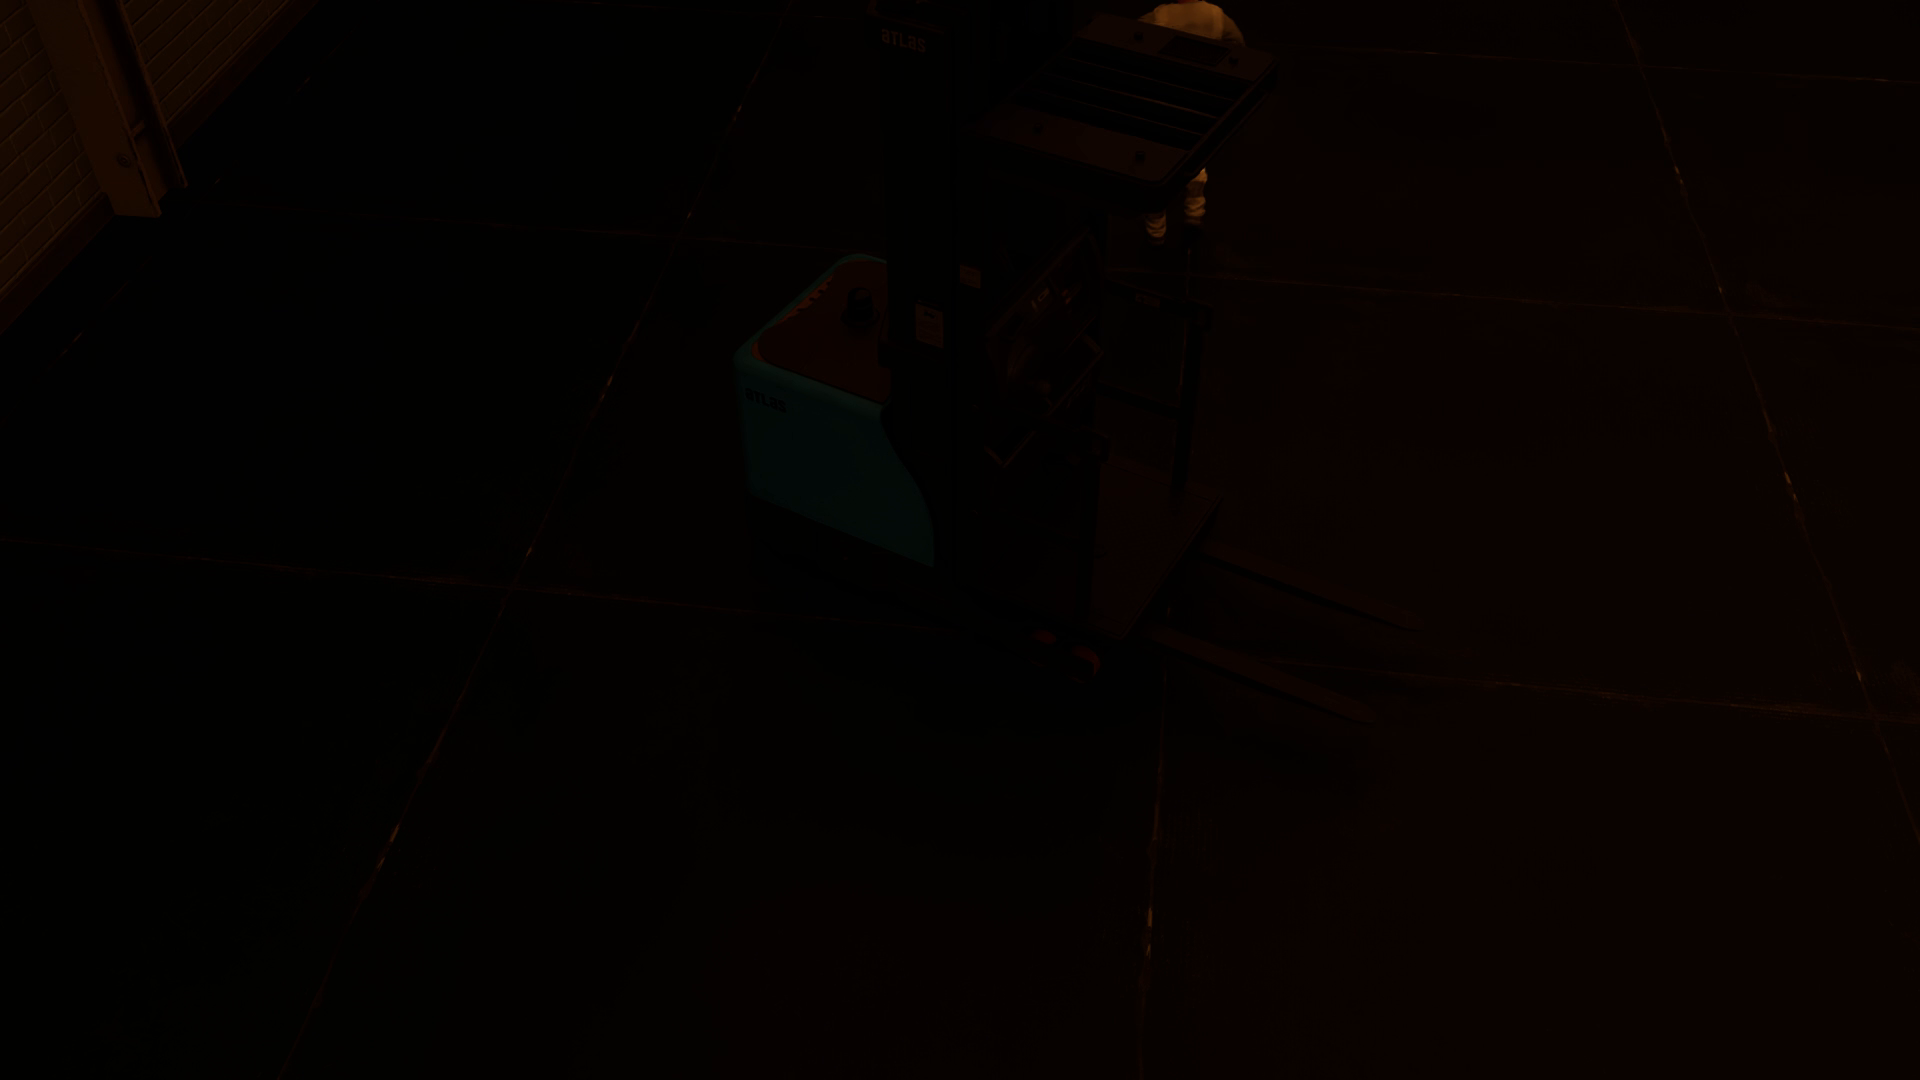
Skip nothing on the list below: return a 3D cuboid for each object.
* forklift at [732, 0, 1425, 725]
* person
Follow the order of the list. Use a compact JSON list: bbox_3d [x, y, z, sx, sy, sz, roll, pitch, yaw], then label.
[{"bbox_3d":[0.529,-0.874,6.675,3.031,2.935,1.130,21,47,22],"label":"forklift"},{"bbox_3d":[1.155,-2.455,9.277,0.844,1.773,0.483,1,43,1],"label":"person"}]
